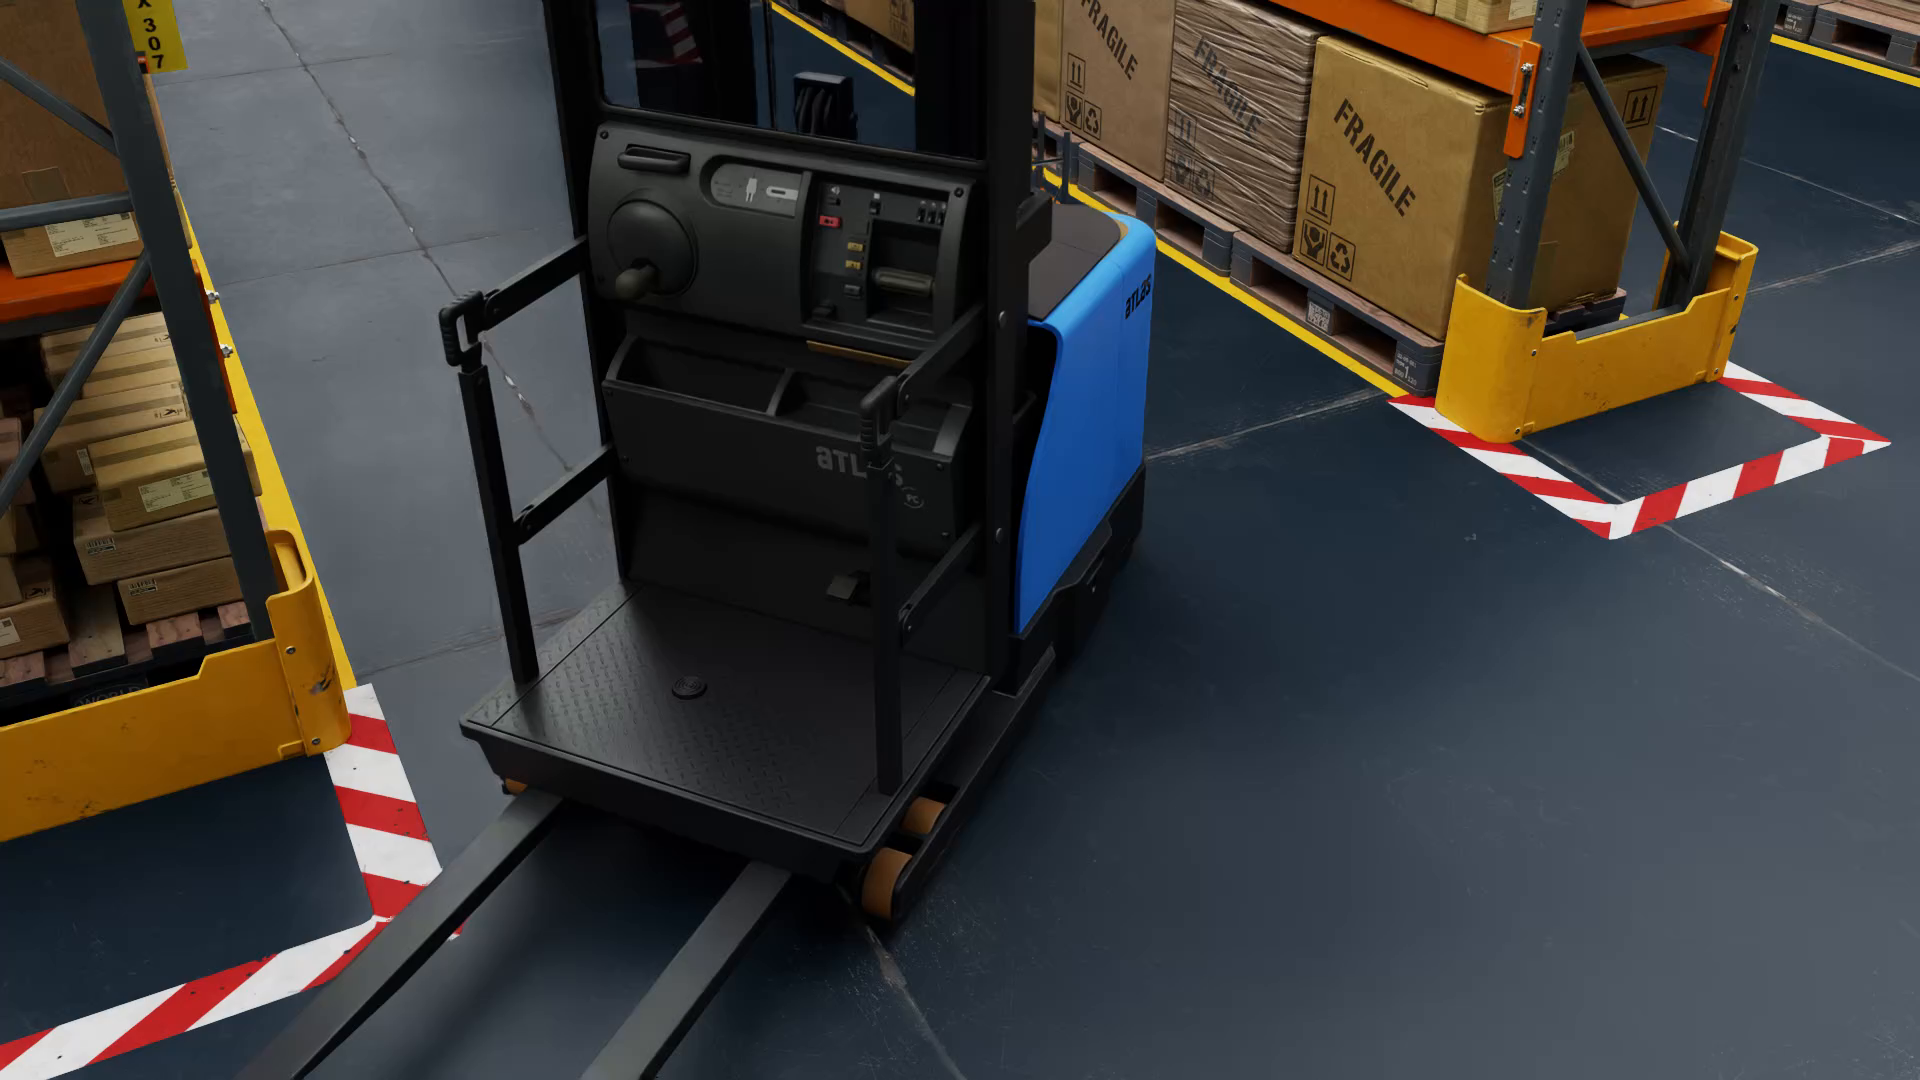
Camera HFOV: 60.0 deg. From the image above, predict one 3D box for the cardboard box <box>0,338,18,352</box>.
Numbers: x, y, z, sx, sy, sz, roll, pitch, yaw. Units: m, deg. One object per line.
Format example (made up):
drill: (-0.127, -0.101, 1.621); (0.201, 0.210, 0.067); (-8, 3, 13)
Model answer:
cardboard box: (-3.198, -0.674, 5.223); (0.380, 0.149, 0.250); (-17, 36, -25)

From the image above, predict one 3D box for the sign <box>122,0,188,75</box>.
sign: (-1.683, -1.125, 3.424); (0.100, 0.325, 0.005); (-16, 36, -23)

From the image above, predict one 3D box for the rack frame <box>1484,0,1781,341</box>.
rack frame: (2.272, -1.824, 5.316); (1.000, 3.000, 0.127); (-16, 36, -23)

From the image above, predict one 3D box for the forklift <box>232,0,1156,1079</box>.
forklift: (-0.499, -0.617, 3.495); (1.130, 2.935, 3.031); (14, 35, 20)

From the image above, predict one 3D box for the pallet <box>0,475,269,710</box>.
pallet: (-2.546, 0.117, 4.872); (1.003, 0.211, 1.213); (-16, 36, -23)

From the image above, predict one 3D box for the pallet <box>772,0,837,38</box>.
pallet: (-0.593, -3.491, 10.503); (1.003, 0.211, 1.213); (-16, 36, -23)

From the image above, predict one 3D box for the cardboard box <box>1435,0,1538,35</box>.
cardboard box: (1.814, -1.805, 5.520); (0.380, 0.149, 0.250); (-15, 36, -22)

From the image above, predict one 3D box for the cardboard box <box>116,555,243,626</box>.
cardboard box: (-2.124, 0.069, 4.616); (0.380, 0.149, 0.250); (-15, 36, -22)

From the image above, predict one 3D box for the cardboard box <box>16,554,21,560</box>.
cardboard box: (-2.803, 0.103, 4.562); (0.380, 0.149, 0.250); (-15, 35, -22)

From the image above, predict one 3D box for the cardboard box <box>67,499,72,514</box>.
cardboard box: (-2.441, -0.152, 4.961); (0.380, 0.149, 0.250); (-15, 36, -23)

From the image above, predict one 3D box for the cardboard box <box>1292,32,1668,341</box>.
cardboard box: (1.902, -1.391, 6.221); (0.875, 0.875, 0.875); (-16, 36, -23)

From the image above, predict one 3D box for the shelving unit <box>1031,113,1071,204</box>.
shelving unit: (0.180, -0.721, 5.264); (0.258, 1.200, 0.189); (-12, 35, -18)

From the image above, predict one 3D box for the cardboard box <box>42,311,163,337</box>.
cardboard box: (-2.656, -0.673, 5.222); (0.380, 0.149, 0.250); (-14, 35, -21)

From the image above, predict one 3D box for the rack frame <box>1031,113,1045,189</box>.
rack frame: (0.146, -0.767, 5.335); (0.240, 1.200, 0.006); (-12, 35, -18)

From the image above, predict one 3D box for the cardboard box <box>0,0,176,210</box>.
cardboard box: (-2.128, -1.075, 3.780); (0.500, 0.500, 0.500); (-14, 35, -21)

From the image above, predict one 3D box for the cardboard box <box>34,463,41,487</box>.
cardboard box: (-2.976, -0.159, 4.971); (0.380, 0.149, 0.250); (-15, 36, -23)

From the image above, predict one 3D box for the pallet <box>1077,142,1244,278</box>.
pallet: (1.265, -1.593, 7.541); (1.003, 0.211, 1.213); (-16, 36, -23)

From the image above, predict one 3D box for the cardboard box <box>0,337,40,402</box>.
cardboard box: (-3.312, -0.540, 5.566); (0.380, 0.149, 0.250); (-15, 36, -22)

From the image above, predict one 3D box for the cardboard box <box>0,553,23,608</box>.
cardboard box: (-2.662, 0.094, 4.301); (0.380, 0.149, 0.250); (-17, 36, -24)

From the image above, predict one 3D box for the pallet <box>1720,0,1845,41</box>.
pallet: (5.165, -3.463, 10.460); (1.003, 0.211, 1.213); (-16, 36, -23)

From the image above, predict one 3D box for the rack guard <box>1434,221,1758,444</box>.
rack guard: (2.283, -0.760, 5.972); (1.175, 0.500, 0.348); (-16, 36, -23)

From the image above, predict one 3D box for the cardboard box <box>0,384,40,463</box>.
cardboard box: (-2.940, -0.308, 4.928); (0.380, 0.149, 0.250); (-16, 36, -24)

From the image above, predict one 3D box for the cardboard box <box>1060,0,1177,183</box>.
cardboard box: (1.063, -2.250, 7.562); (0.875, 0.875, 0.875); (-16, 36, -23)

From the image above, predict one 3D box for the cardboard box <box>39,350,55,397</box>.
cardboard box: (-2.682, -0.533, 5.278); (0.380, 0.149, 0.250); (-18, 37, -25)

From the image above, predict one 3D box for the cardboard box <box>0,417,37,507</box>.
cardboard box: (-2.701, -0.175, 4.444); (0.380, 0.149, 0.250); (-15, 36, -22)

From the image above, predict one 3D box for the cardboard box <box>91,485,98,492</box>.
cardboard box: (-2.258, -0.186, 4.737); (0.380, 0.149, 0.250); (-16, 36, -23)

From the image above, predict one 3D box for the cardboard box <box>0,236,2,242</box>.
cardboard box: (-2.180, -0.867, 4.055); (0.380, 0.149, 0.250); (-15, 35, -21)

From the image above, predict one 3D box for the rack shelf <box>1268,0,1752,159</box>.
rack shelf: (1.339, -2.475, 7.000); (1.077, 0.370, 4.000); (-16, 36, -23)

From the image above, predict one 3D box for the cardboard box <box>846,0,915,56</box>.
cardboard box: (0.090, -3.315, 9.224); (1.225, 0.875, 0.875); (-16, 36, -23)

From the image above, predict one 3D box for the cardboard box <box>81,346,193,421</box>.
cardboard box: (-2.346, -0.441, 4.859); (0.380, 0.149, 0.250); (-16, 36, -23)

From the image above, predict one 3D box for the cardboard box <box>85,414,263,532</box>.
cardboard box: (-2.107, -0.187, 4.463); (0.380, 0.149, 0.250); (-18, 37, -25)
